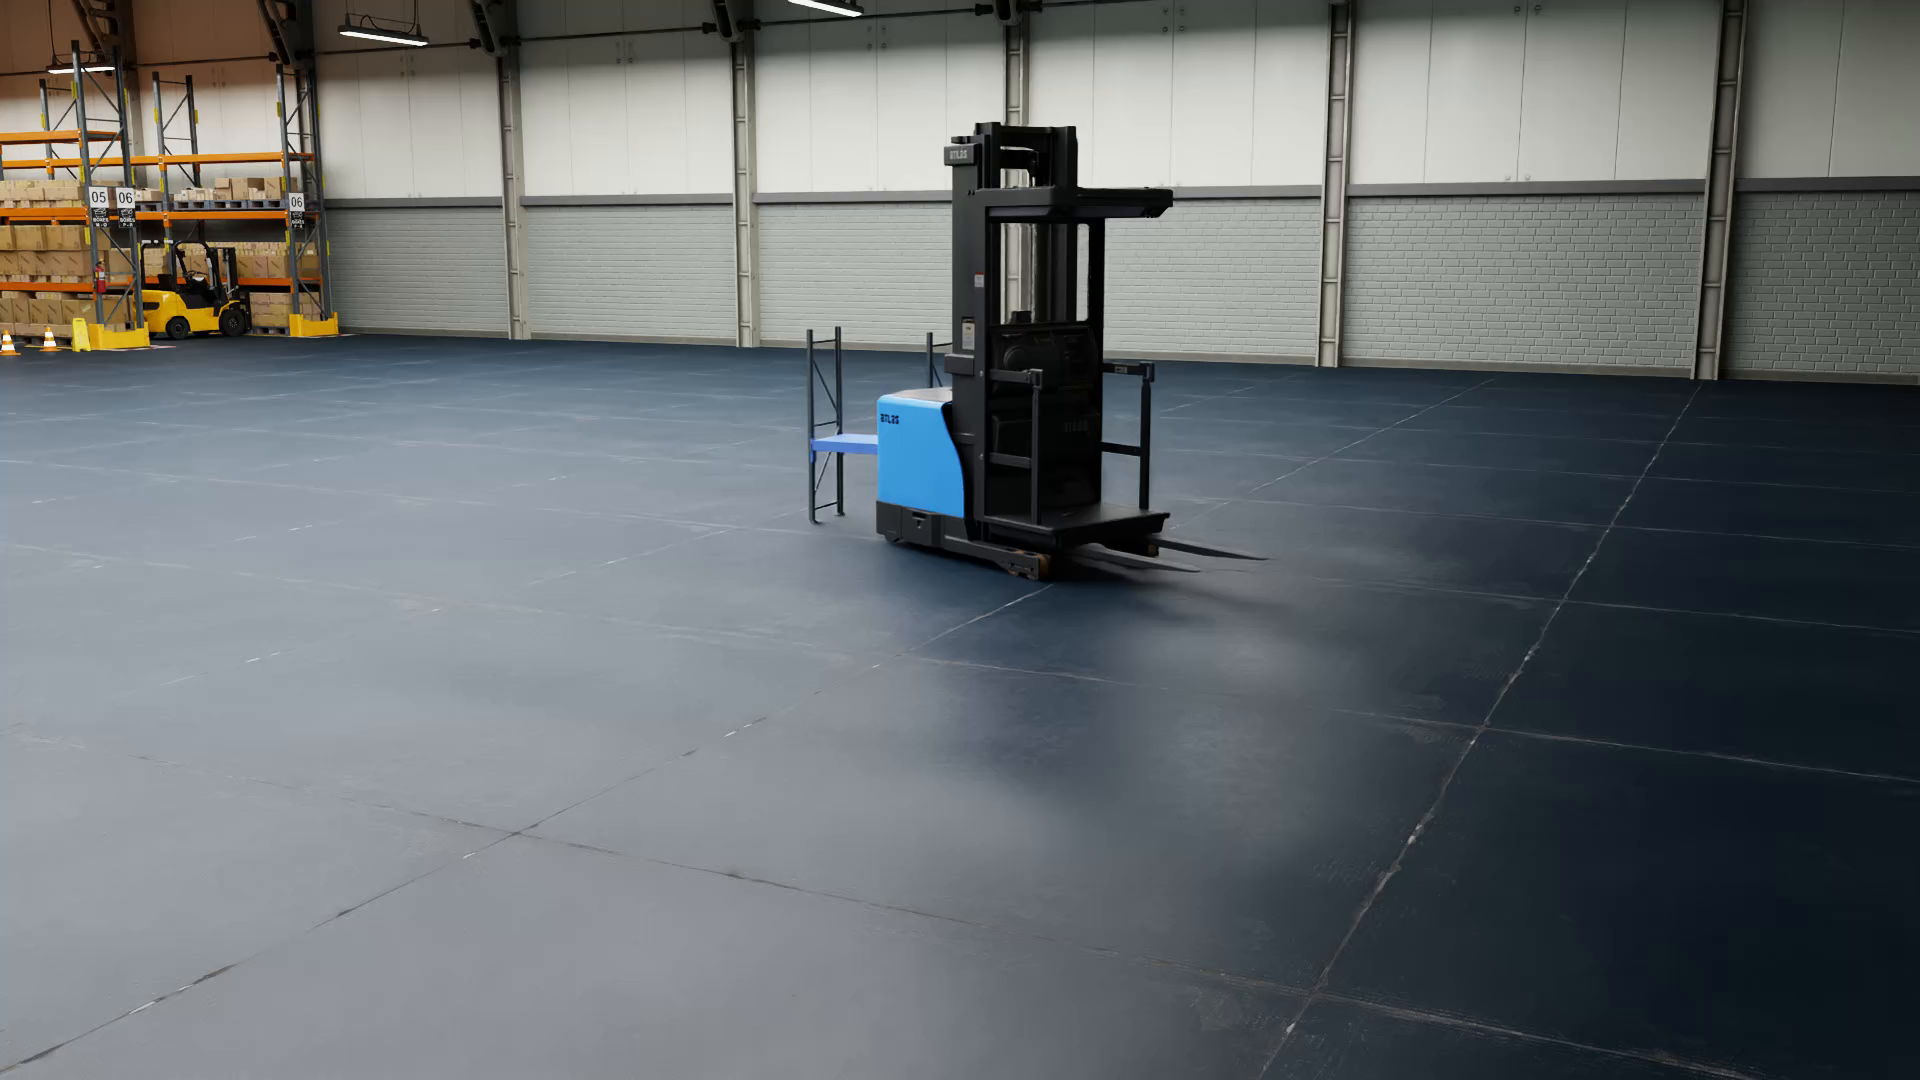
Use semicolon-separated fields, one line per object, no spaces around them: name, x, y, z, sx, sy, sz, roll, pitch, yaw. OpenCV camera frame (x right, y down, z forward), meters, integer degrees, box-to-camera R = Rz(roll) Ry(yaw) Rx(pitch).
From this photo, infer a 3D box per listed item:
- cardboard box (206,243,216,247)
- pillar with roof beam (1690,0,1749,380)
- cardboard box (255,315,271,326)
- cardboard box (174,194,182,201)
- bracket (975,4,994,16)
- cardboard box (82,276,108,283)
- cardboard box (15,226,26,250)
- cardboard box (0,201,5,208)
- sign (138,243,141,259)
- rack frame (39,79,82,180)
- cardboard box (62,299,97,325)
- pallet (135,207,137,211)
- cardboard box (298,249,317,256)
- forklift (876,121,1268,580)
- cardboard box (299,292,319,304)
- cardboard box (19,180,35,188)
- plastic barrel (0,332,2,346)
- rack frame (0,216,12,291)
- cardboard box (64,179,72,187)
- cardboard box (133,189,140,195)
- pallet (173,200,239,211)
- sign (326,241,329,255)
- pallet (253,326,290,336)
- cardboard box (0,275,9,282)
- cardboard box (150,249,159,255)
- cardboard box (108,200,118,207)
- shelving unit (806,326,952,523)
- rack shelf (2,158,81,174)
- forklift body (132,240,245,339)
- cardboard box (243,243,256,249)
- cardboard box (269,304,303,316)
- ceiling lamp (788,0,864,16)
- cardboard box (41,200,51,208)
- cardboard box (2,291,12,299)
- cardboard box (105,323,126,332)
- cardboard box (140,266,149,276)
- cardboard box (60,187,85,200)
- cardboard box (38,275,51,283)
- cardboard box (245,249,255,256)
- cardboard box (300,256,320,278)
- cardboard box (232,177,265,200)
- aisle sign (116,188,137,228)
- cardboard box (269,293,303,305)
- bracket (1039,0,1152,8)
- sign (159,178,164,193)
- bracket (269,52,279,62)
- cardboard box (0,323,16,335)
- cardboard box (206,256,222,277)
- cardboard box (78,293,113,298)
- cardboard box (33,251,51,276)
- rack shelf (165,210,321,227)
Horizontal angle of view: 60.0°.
cardboard box;-17.378;-6.875;38.859;0.250;0.149;0.380;5;11;25
pillar with roof beam;9.890;-6.295;21.744;0.400;9.000;9.100;5;11;26
cardboard box;-15.886;-5.077;38.399;0.500;0.250;0.500;5;11;26
cardboard box;-18.202;-8.035;39.028;0.250;0.149;0.380;5;12;27
bracket;0.505;-9.675;30.314;0.430;0.232;0.235;5;11;26
cardboard box;-17.506;-5.274;33.655;0.250;0.149;0.380;5;12;28
cardboard box;-18.970;-6.222;34.262;0.500;0.500;0.700;5;11;25
cardboard box;-19.569;-6.926;34.359;0.250;0.149;0.380;5;11;24
sign;-16.836;-5.915;34.060;0.005;0.325;0.100;5;11;26
rack frame;-22.057;-9.778;40.989;0.127;3.000;1.000;5;11;26
cardboard box;-17.909;-4.647;33.918;0.500;0.500;0.500;5;11;26
pallet;-20.405;-8.082;40.572;1.213;0.211;1.003;6;12;28
cardboard box;-15.072;-6.632;38.350;0.250;0.149;0.380;5;11;24
forklift;0.708;-1.282;11.081;1.130;2.935;3.031;-8;13;-38
cardboard box;-15.230;-5.609;38.535;0.500;0.250;0.500;5;11;25
cardboard box;-18.900;-7.242;33.868;0.250;0.149;0.380;5;12;27
plastic barrel;-19.598;-4.056;33.451;0.512;0.421;0.421;-4;11;-23
rack frame;-20.663;-5.718;35.400;0.127;3.000;1.000;5;11;26
cardboard box;-17.724;-7.153;33.376;0.250;0.149;0.380;5;12;27
cardboard box;-19.915;-8.277;39.911;0.500;0.311;0.500;5;11;24
pallet;-17.693;-7.880;39.174;1.213;0.211;1.003;5;11;26
sign;-14.632;-6.749;38.443;0.005;0.325;0.100;5;11;26
pallet;-15.587;-4.877;38.585;1.213;0.211;1.003;5;11;26
cardboard box;-19.815;-5.465;34.711;0.250;0.149;0.380;5;12;28
cardboard box;-19.114;-6.888;39.765;0.250;0.149;0.380;5;11;25
cardboard box;-17.229;-6.833;33.845;0.250;0.149;0.380;5;11;26
shelving unit;-0.594;-0.873;12.841;1.048;1.500;0.538;5;11;24
rack shelf;-23.851;-9.385;41.960;4.000;0.370;1.077;5;11;26
forklift body;-17.390;-5.636;37.332;1.214;2.155;2.313;5;11;26
cardboard box;-16.252;-6.770;38.277;0.250;0.149;0.380;5;12;27
cardboard box;-15.458;-5.284;38.139;0.500;0.250;0.500;5;11;25
ceiling lamp;-1.941;-10.119;26.481;0.800;3.185;2.000;5;11;26
cardboard box;-18.422;-6.822;33.783;0.250;0.149;0.380;5;11;25
cardboard box;-19.706;-5.110;34.658;0.250;0.149;0.380;6;12;28
cardboard box;-17.677;-4.364;34.461;0.500;0.250;0.500;5;11;25
cardboard box;-19.491;-6.474;39.998;0.500;0.250;0.500;5;11;25
cardboard box;-17.654;-6.948;33.363;0.500;0.250;0.500;5;11;25
cardboard box;-18.684;-5.364;34.150;0.250;0.149;0.380;5;11;25
cardboard box;-16.243;-6.627;38.322;0.250;0.149;0.380;5;11;24
cardboard box;-15.204;-6.328;38.492;0.500;0.500;0.500;5;12;28
cardboard box;-16.262;-8.069;38.230;0.500;0.500;0.700;5;11;26
aisle sign;-16.883;-6.726;33.674;0.004;0.787;0.394;5;11;26
cardboard box;-15.434;-5.528;38.084;0.500;0.250;0.500;5;12;28
bracket;3.575;-9.406;28.824;4.783;0.066;0.076;5;11;26
sign;-18.701;-8.309;38.958;0.005;0.325;0.100;5;11;26
bracket;-15.638;-11.094;38.152;0.430;0.232;0.235;5;11;26
cardboard box;-19.769;-4.442;34.890;0.500;0.250;0.500;6;12;29
cardboard box;-17.258;-6.405;38.918;0.500;0.500;0.500;5;11;25
cardboard box;-21.504;-5.813;41.414;0.625;0.625;0.875;5;12;28
cardboard box;-18.578;-5.677;34.059;0.500;0.500;0.500;5;11;26
rack shelf;-16.676;-7.475;38.708;4.000;0.370;1.077;5;11;26
